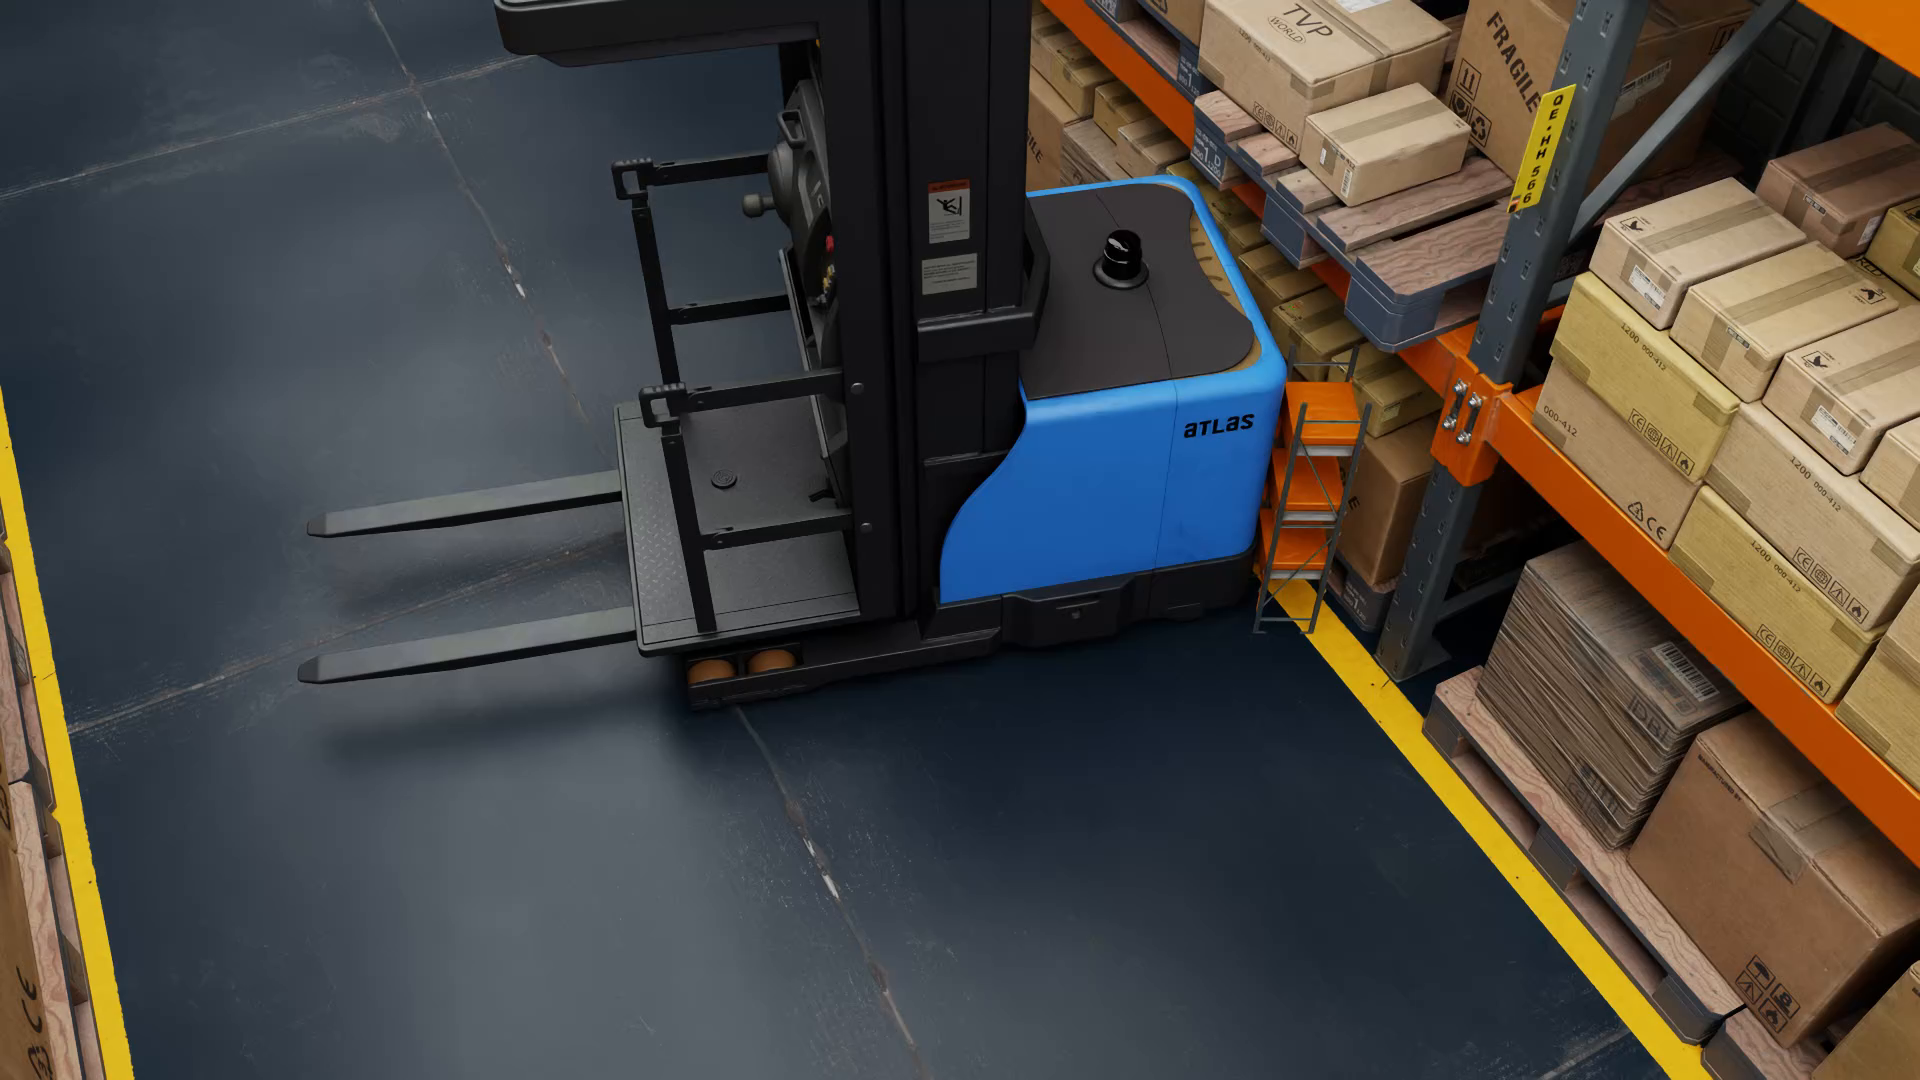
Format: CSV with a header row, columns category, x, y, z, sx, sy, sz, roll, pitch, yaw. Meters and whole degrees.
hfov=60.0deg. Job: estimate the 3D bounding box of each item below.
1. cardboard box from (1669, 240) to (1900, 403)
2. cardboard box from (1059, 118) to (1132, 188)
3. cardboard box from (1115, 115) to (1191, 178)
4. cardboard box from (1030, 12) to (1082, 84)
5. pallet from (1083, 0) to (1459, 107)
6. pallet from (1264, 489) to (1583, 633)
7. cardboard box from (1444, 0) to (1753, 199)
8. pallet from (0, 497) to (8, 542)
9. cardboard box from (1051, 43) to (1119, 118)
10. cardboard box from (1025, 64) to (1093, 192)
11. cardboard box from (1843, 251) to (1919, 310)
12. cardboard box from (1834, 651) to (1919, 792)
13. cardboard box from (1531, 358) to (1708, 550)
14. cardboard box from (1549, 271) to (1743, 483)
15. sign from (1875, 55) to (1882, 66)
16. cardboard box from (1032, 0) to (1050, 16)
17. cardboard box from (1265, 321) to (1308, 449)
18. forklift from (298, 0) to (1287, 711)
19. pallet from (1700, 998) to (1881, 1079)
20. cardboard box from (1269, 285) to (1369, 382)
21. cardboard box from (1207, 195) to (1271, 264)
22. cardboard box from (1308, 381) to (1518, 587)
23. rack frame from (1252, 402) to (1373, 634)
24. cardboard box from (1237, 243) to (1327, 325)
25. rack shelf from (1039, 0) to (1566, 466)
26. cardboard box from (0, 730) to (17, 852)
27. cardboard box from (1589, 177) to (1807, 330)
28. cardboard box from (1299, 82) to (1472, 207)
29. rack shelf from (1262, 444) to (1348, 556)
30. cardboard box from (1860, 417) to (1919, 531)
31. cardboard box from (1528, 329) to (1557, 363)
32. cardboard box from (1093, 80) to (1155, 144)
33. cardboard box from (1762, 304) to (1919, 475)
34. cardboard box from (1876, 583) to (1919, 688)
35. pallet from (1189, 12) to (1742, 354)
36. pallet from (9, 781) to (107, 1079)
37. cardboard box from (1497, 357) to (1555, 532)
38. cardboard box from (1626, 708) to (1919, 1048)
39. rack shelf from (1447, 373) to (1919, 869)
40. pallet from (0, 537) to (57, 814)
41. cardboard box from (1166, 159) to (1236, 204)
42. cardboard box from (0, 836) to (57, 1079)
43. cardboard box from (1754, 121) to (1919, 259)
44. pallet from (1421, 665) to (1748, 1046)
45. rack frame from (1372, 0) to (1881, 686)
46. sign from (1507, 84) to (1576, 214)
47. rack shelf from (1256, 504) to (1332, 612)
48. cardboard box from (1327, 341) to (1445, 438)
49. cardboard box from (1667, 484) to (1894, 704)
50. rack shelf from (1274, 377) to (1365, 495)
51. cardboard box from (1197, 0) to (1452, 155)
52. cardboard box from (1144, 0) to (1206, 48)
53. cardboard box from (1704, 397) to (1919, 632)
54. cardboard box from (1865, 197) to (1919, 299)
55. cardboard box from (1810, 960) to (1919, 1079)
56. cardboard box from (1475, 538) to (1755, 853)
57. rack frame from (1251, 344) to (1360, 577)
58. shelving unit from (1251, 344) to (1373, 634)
category,x,y,z,sx,sy,sz,roll,pitch,yaw
cardboard box,1.823,-0.488,3.686,0.380,0.149,0.250,-20,52,-17
cardboard box,0.716,-1.287,6.265,0.500,0.500,0.500,-23,53,-19
cardboard box,0.783,-1.403,5.935,0.380,0.149,0.250,-23,53,-19
cardboard box,0.455,-1.923,6.390,0.380,0.149,0.250,-21,52,-18
pallet,0.922,-1.971,5.608,1.003,0.211,1.213,-21,52,-18
pallet,1.508,-0.329,5.897,1.003,0.211,1.213,-21,52,-18
cardboard box,1.720,-1.304,4.552,0.500,0.500,0.500,-19,51,-16
pallet,-4.006,-0.291,5.864,1.003,0.211,1.213,-21,52,-18
cardboard box,0.567,-1.756,6.244,0.380,0.149,0.250,-19,52,-16
cardboard box,0.484,-1.637,6.570,0.500,0.500,0.500,-23,53,-19
cardboard box,2.269,-0.644,4.088,0.500,0.250,0.500,-20,52,-17
cardboard box,2.270,0.377,3.527,0.500,0.250,0.500,-23,53,-19
cardboard box,1.802,-0.304,4.122,0.500,0.250,0.500,-21,52,-17
cardboard box,1.780,-0.460,3.927,0.500,0.250,0.500,-21,52,-18
sign,2.308,-1.309,4.133,0.100,0.325,0.005,-21,52,-18
cardboard box,0.374,-2.103,6.547,0.380,0.149,0.250,-22,52,-18
cardboard box,1.212,-0.597,5.661,0.500,0.500,0.500,-22,52,-18
forklift,-0.610,-0.868,4.562,3.031,2.935,1.130,-9,49,-8
pallet,2.712,1.564,4.242,1.003,0.211,1.213,-21,52,-18
cardboard box,1.212,-0.678,5.301,0.380,0.149,0.250,-24,53,-19
cardboard box,1.051,-1.062,5.637,0.380,0.149,0.250,-20,52,-16
cardboard box,1.432,-0.258,5.365,0.500,0.500,0.500,-20,52,-16
rack frame,1.064,-0.039,5.087,0.200,1.050,0.008,1,49,0
cardboard box,1.131,-0.870,5.469,0.380,0.149,0.250,-23,53,-19
rack shelf,0.901,-1.836,5.841,1.077,0.370,4.000,-21,52,-18
cardboard box,-3.242,0.450,4.496,0.875,0.875,0.875,-21,52,-17
cardboard box,1.700,-0.666,3.842,0.380,0.149,0.250,-20,52,-16
cardboard box,1.174,-1.097,4.605,0.380,0.149,0.250,-20,52,-17
rack shelf,1.065,-0.124,5.175,0.215,0.259,0.240,1,49,0
cardboard box,2.095,-0.154,3.394,0.380,0.149,0.250,-21,52,-17
cardboard box,1.855,-0.719,5.337,0.380,0.149,0.250,-19,51,-16
cardboard box,0.716,-1.585,6.095,0.380,0.149,0.250,-21,52,-17
cardboard box,1.964,-0.324,3.544,0.380,0.149,0.250,-20,52,-17
cardboard box,2.253,0.224,3.329,0.500,0.250,0.500,-22,53,-18
pallet,1.444,-1.100,4.847,1.213,0.211,1.003,-21,52,-18
pallet,-2.889,1.343,4.436,1.003,0.211,1.213,-21,52,-18
cardboard box,1.873,-0.428,5.513,0.500,0.500,0.500,-19,52,-16
cardboard box,2.395,0.766,4.386,0.875,0.625,0.625,-20,52,-16
rack shelf,2.731,0.841,3.499,1.077,0.370,4.000,-21,52,-18
pallet,-3.444,0.527,5.149,1.003,0.211,1.213,-21,52,-18
cardboard box,0.936,-1.229,5.783,0.380,0.149,0.250,-22,52,-18
cardboard box,-2.838,1.048,3.973,0.875,0.875,0.875,-22,52,-18
cardboard box,2.145,-0.833,3.988,0.380,0.149,0.250,-20,52,-16
pallet,2.158,0.748,4.955,1.003,0.211,1.213,-21,52,-18
rack frame,1.816,-0.734,4.399,1.000,3.000,0.127,-21,52,-18
sign,1.338,-0.896,3.824,0.100,0.325,0.005,-21,52,-18
rack shelf,1.065,0.059,5.384,0.215,0.259,0.240,1,49,0
cardboard box,1.365,-0.506,5.151,0.380,0.149,0.250,-24,53,-19
cardboard box,2.028,0.035,3.826,0.500,0.250,0.500,-22,52,-18
rack shelf,1.065,-0.311,4.961,0.215,0.259,0.240,1,49,0
cardboard box,1.046,-1.418,4.818,0.500,0.250,0.500,-23,53,-19
cardboard box,0.905,-1.935,5.102,0.797,0.503,0.637,-22,52,-18
cardboard box,2.030,-0.133,3.641,0.500,0.250,0.500,-20,52,-16
cardboard box,2.364,-0.696,3.868,0.380,0.149,0.250,-20,52,-17
cardboard box,2.704,1.217,3.992,0.875,0.625,0.625,-23,53,-19
cardboard box,2.089,0.332,4.766,0.875,0.625,0.625,-20,52,-16
rack frame,1.067,-0.223,5.247,0.200,1.050,0.008,1,49,0
shelving unit,1.065,-0.131,5.167,0.215,1.050,0.252,1,49,0
